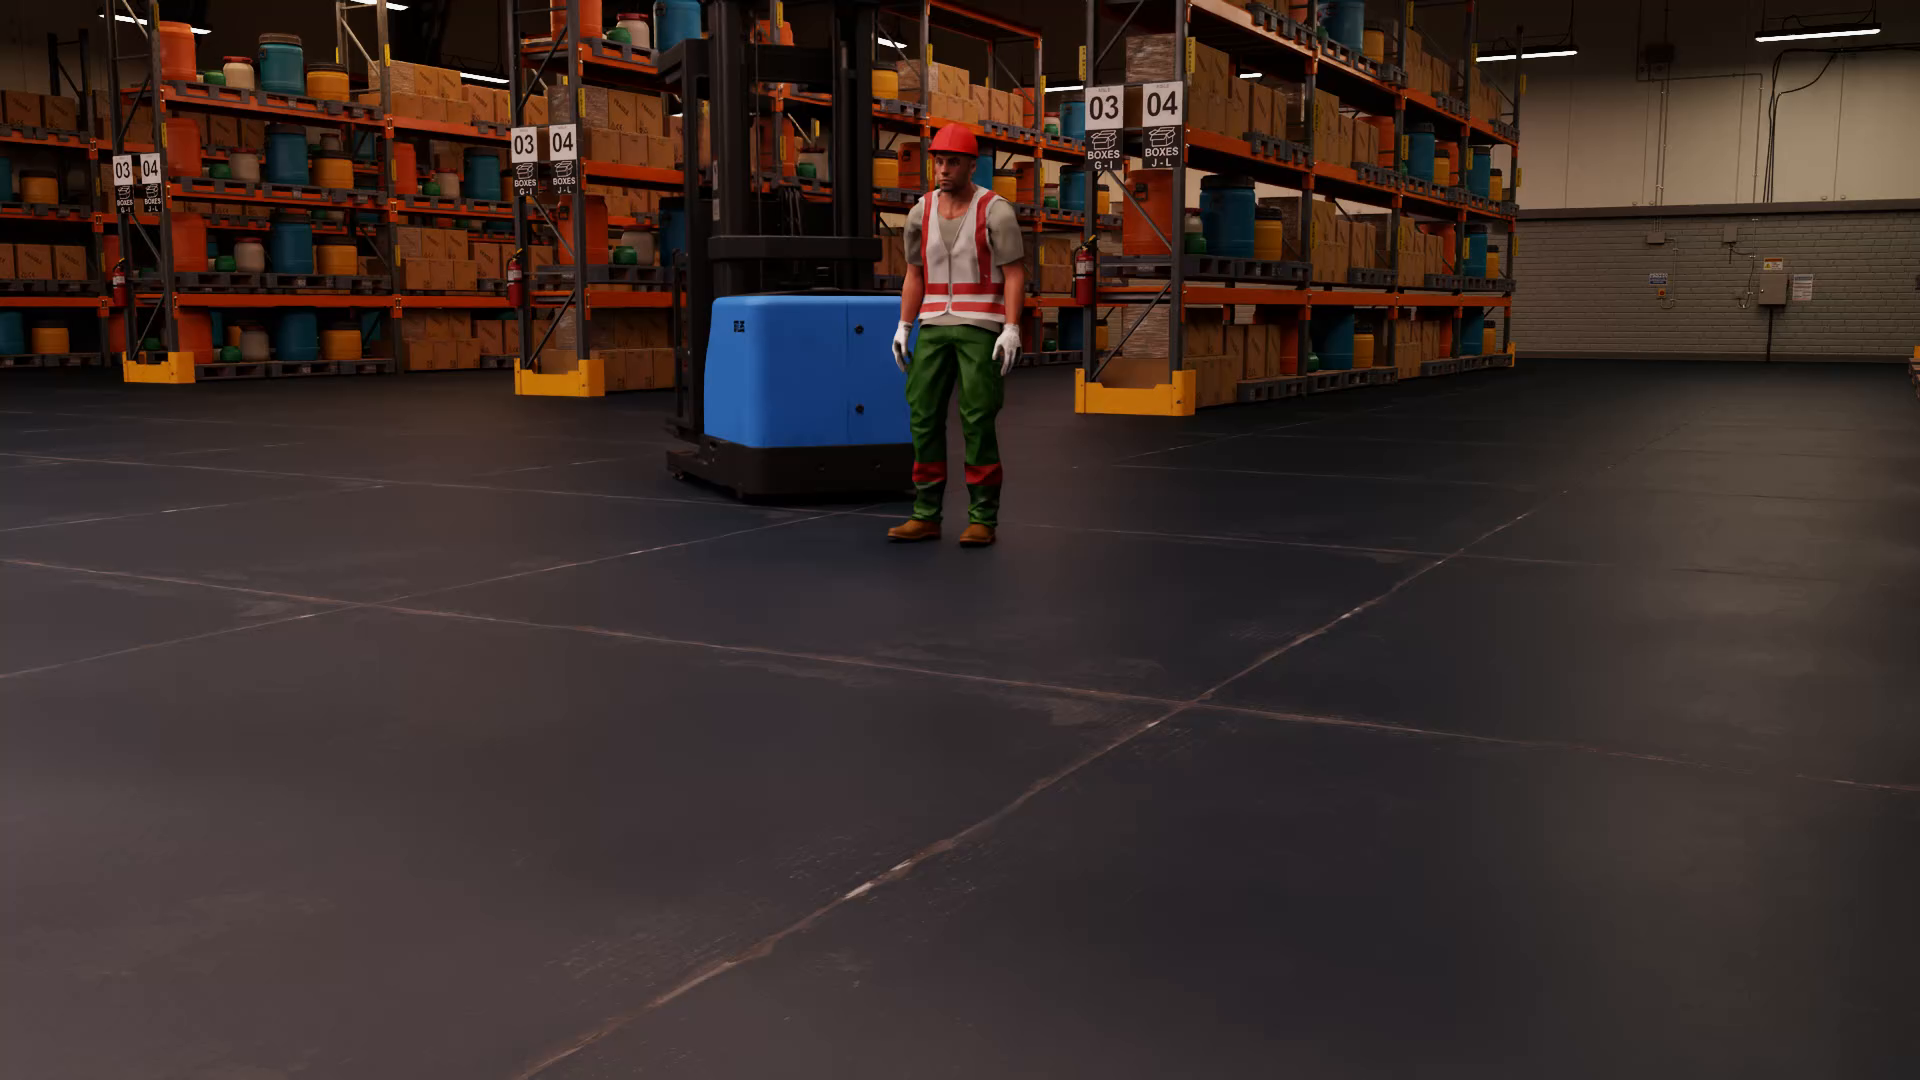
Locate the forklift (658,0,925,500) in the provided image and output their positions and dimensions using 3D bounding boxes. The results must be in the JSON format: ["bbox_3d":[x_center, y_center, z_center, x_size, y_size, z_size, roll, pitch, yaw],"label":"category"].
[{"bbox_3d":[-1.134,-1.825,9.815,1.130,2.935,3.031,-3,8,-22],"label":"forklift"}]

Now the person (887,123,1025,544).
[{"bbox_3d":[-0.015,-0.873,7.150,0.608,1.778,0.450,4,9,27],"label":"person"}]
